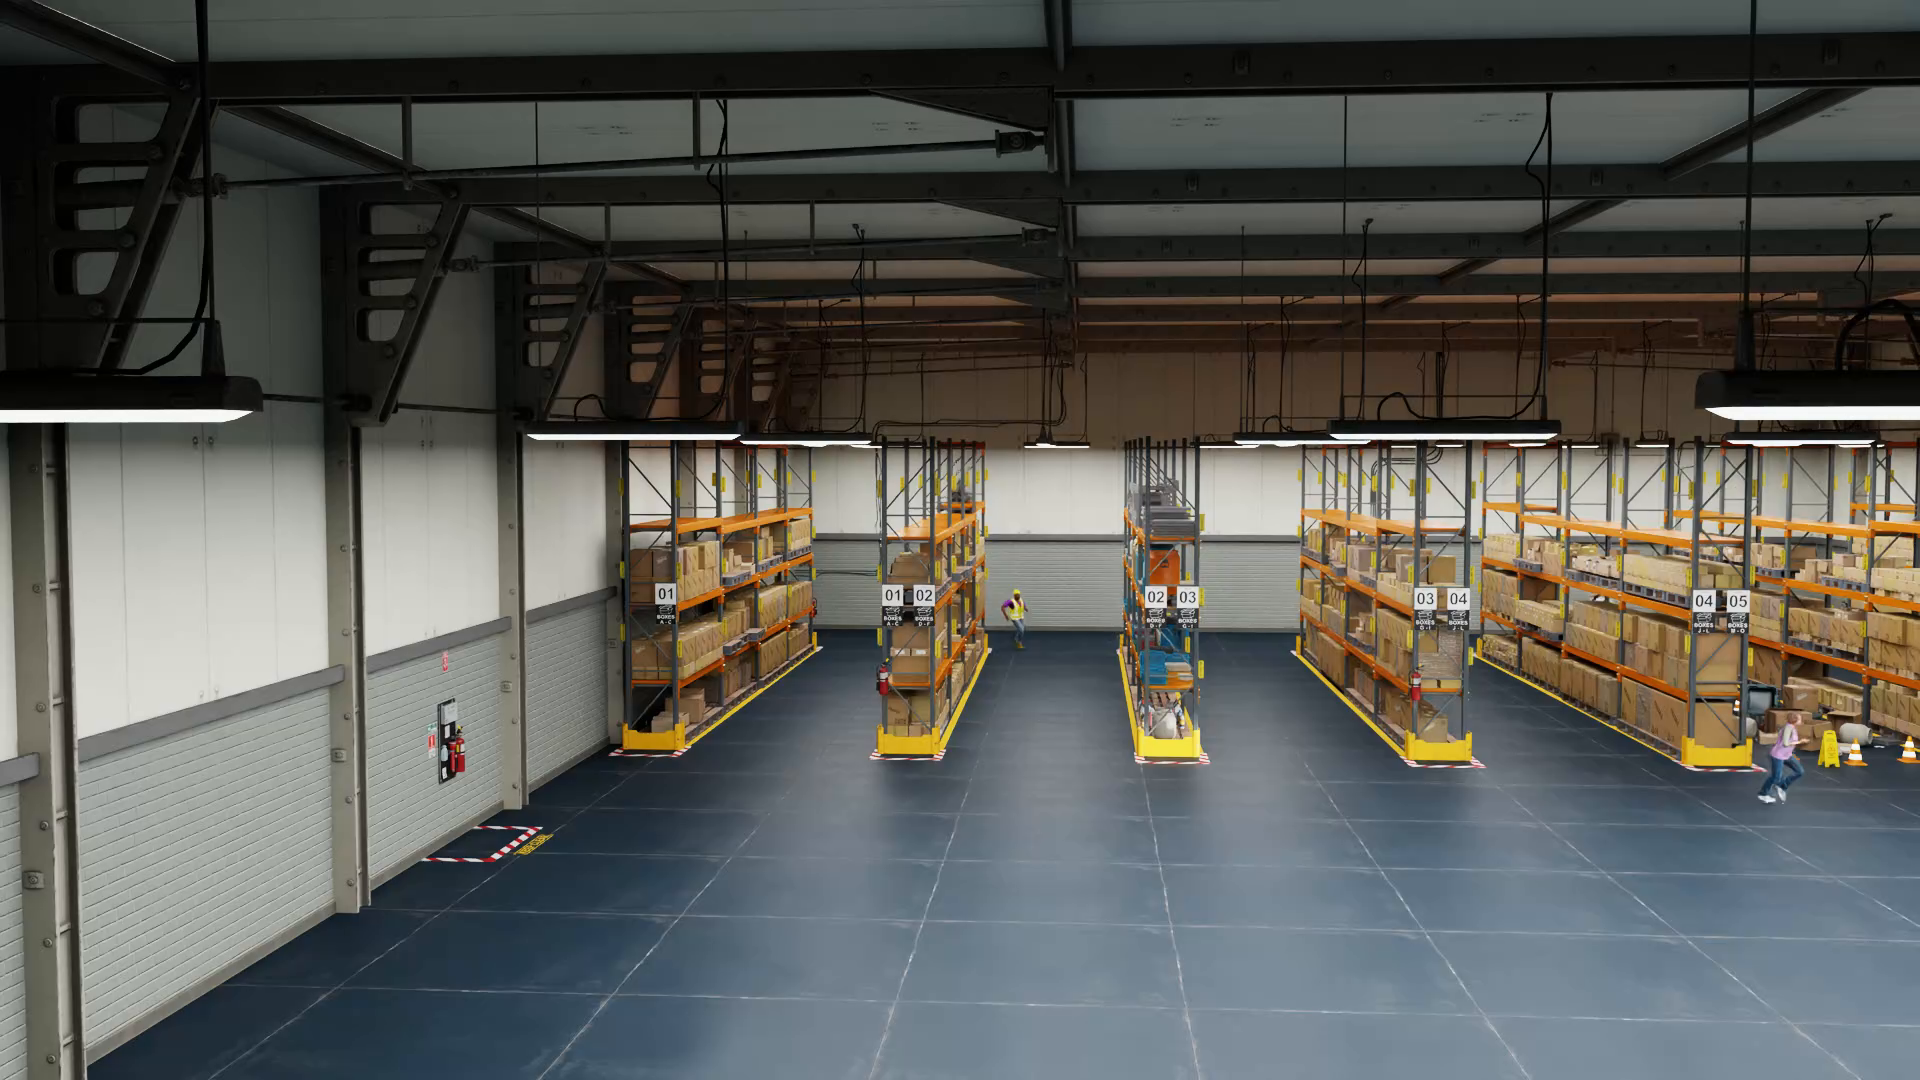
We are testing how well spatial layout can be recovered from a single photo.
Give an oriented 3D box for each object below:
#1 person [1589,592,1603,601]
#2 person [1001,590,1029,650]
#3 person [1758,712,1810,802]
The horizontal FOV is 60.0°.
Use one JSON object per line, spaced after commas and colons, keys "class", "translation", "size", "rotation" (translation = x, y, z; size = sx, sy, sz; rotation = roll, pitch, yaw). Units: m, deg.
{"class": "person", "translation": [18.185, 2.304, 47.655], "size": [0.918, 1.764, 0.712], "rotation": [-1, 3, -12]}
{"class": "person", "translation": [1.636, 2.300, 47.789], "size": [0.829, 1.759, 0.651], "rotation": [-3, 4, -42]}
{"class": "person", "translation": [13.277, 3.503, 26.784], "size": [0.522, 1.522, 0.795], "rotation": [-3, 4, -41]}
